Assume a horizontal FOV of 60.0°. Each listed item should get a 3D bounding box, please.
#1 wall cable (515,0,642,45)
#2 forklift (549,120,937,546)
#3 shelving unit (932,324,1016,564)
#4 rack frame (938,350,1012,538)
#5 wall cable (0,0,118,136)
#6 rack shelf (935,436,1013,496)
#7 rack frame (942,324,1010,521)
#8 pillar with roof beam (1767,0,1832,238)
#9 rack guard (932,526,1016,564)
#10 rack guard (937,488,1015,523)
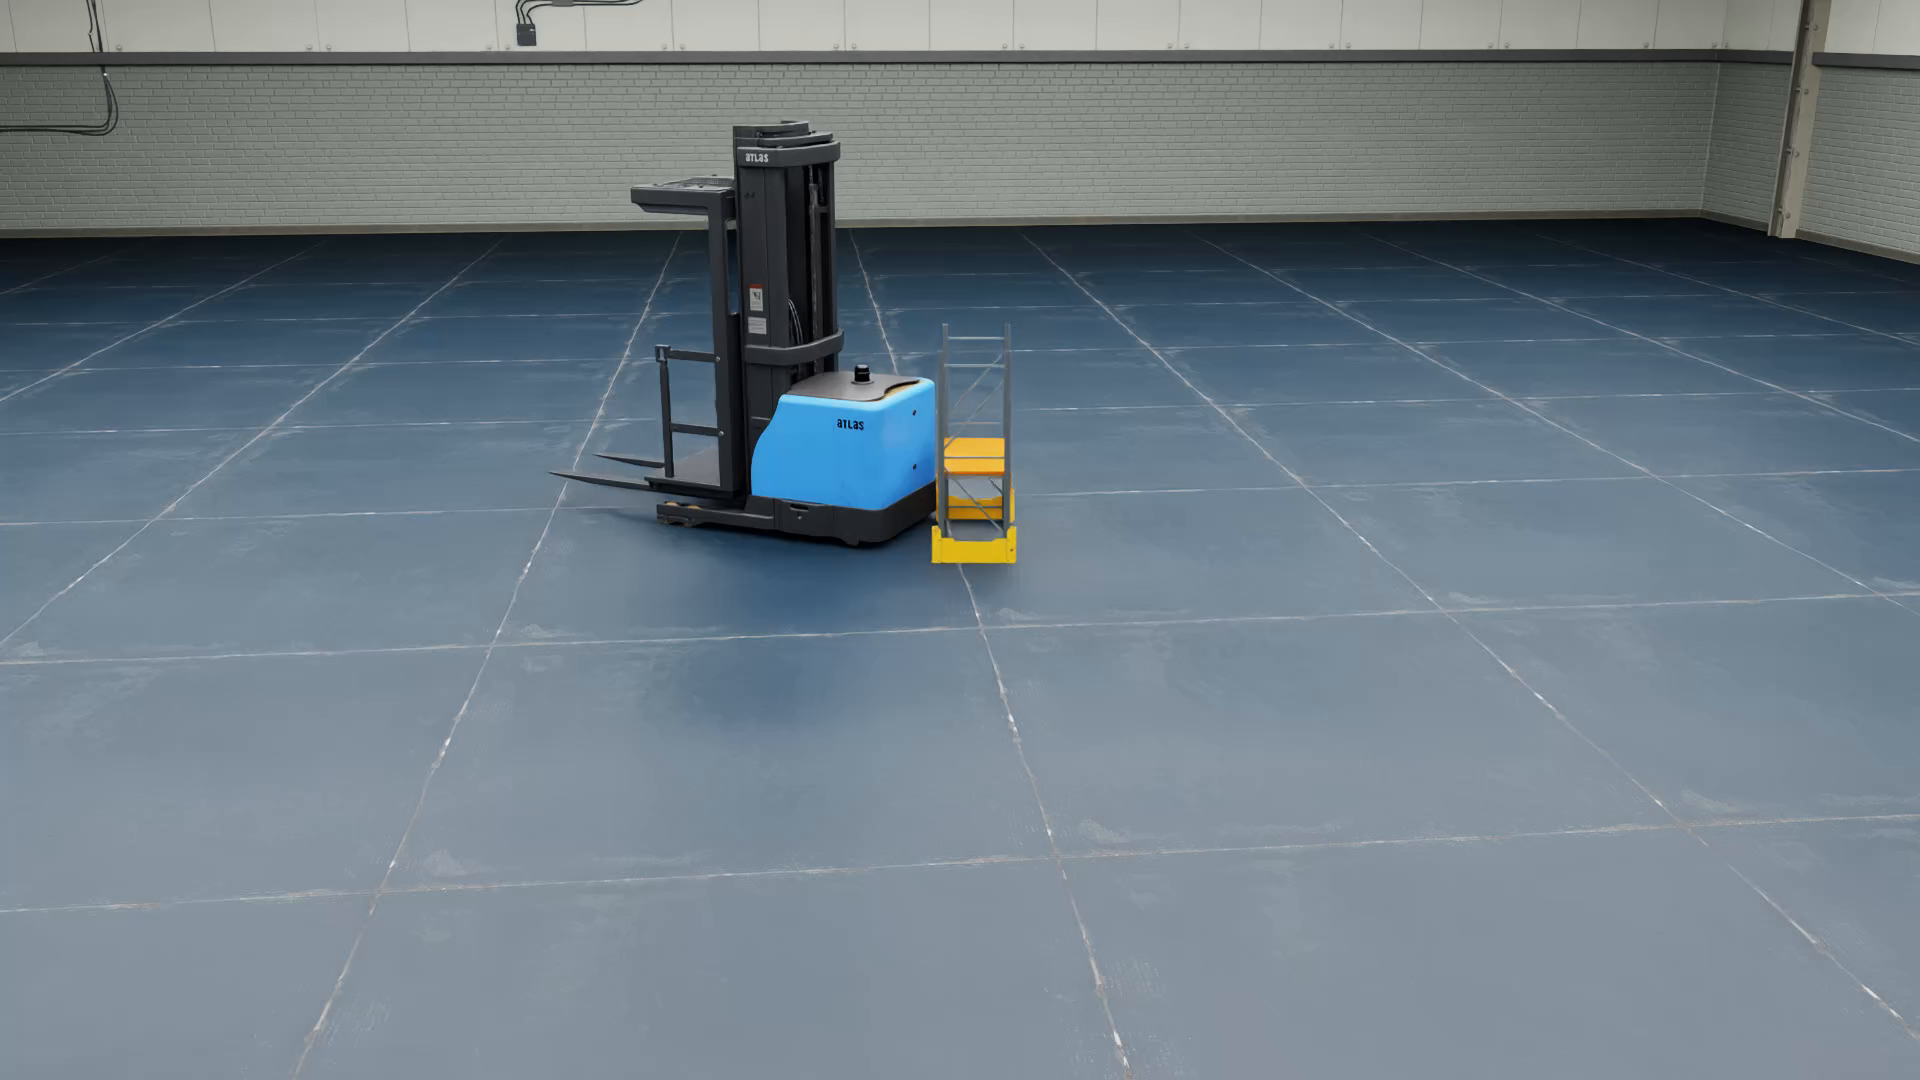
[{"bbox_3d":[-6.498,-11.459,27.977,2.305,6.003,0.169,-2,18,-6],"label":"wall cable"},{"bbox_3d":[-1.734,-1.629,12.472,3.031,2.935,1.130,8,19,23],"label":"forklift"},{"bbox_3d":[0.109,-0.712,11.943,0.587,1.500,1.083,0,17,1],"label":"shelving unit"},{"bbox_3d":[0.099,-0.563,11.466,0.500,1.500,0.032,0,17,1],"label":"rack frame"},{"bbox_3d":[-15.942,-8.067,28.033,3.097,2.526,0.112,-2,18,-6],"label":"wall cable"},{"bbox_3d":[0.109,-0.544,12.005,0.538,0.185,1.000,0,17,1],"label":"rack shelf"},{"bbox_3d":[0.120,-0.867,12.436,0.500,1.500,0.032,0,17,1],"label":"rack frame"},{"bbox_3d":[10.096,-9.470,27.318,9.100,9.000,0.400,-2,18,-6],"label":"pillar with roof beam"},{"bbox_3d":[0.099,0.033,11.655,0.587,0.250,0.087,0,17,1],"label":"rack guard"},{"bbox_3d":[0.119,-0.265,12.605,0.587,0.250,0.087,0,17,1],"label":"rack guard"}]
